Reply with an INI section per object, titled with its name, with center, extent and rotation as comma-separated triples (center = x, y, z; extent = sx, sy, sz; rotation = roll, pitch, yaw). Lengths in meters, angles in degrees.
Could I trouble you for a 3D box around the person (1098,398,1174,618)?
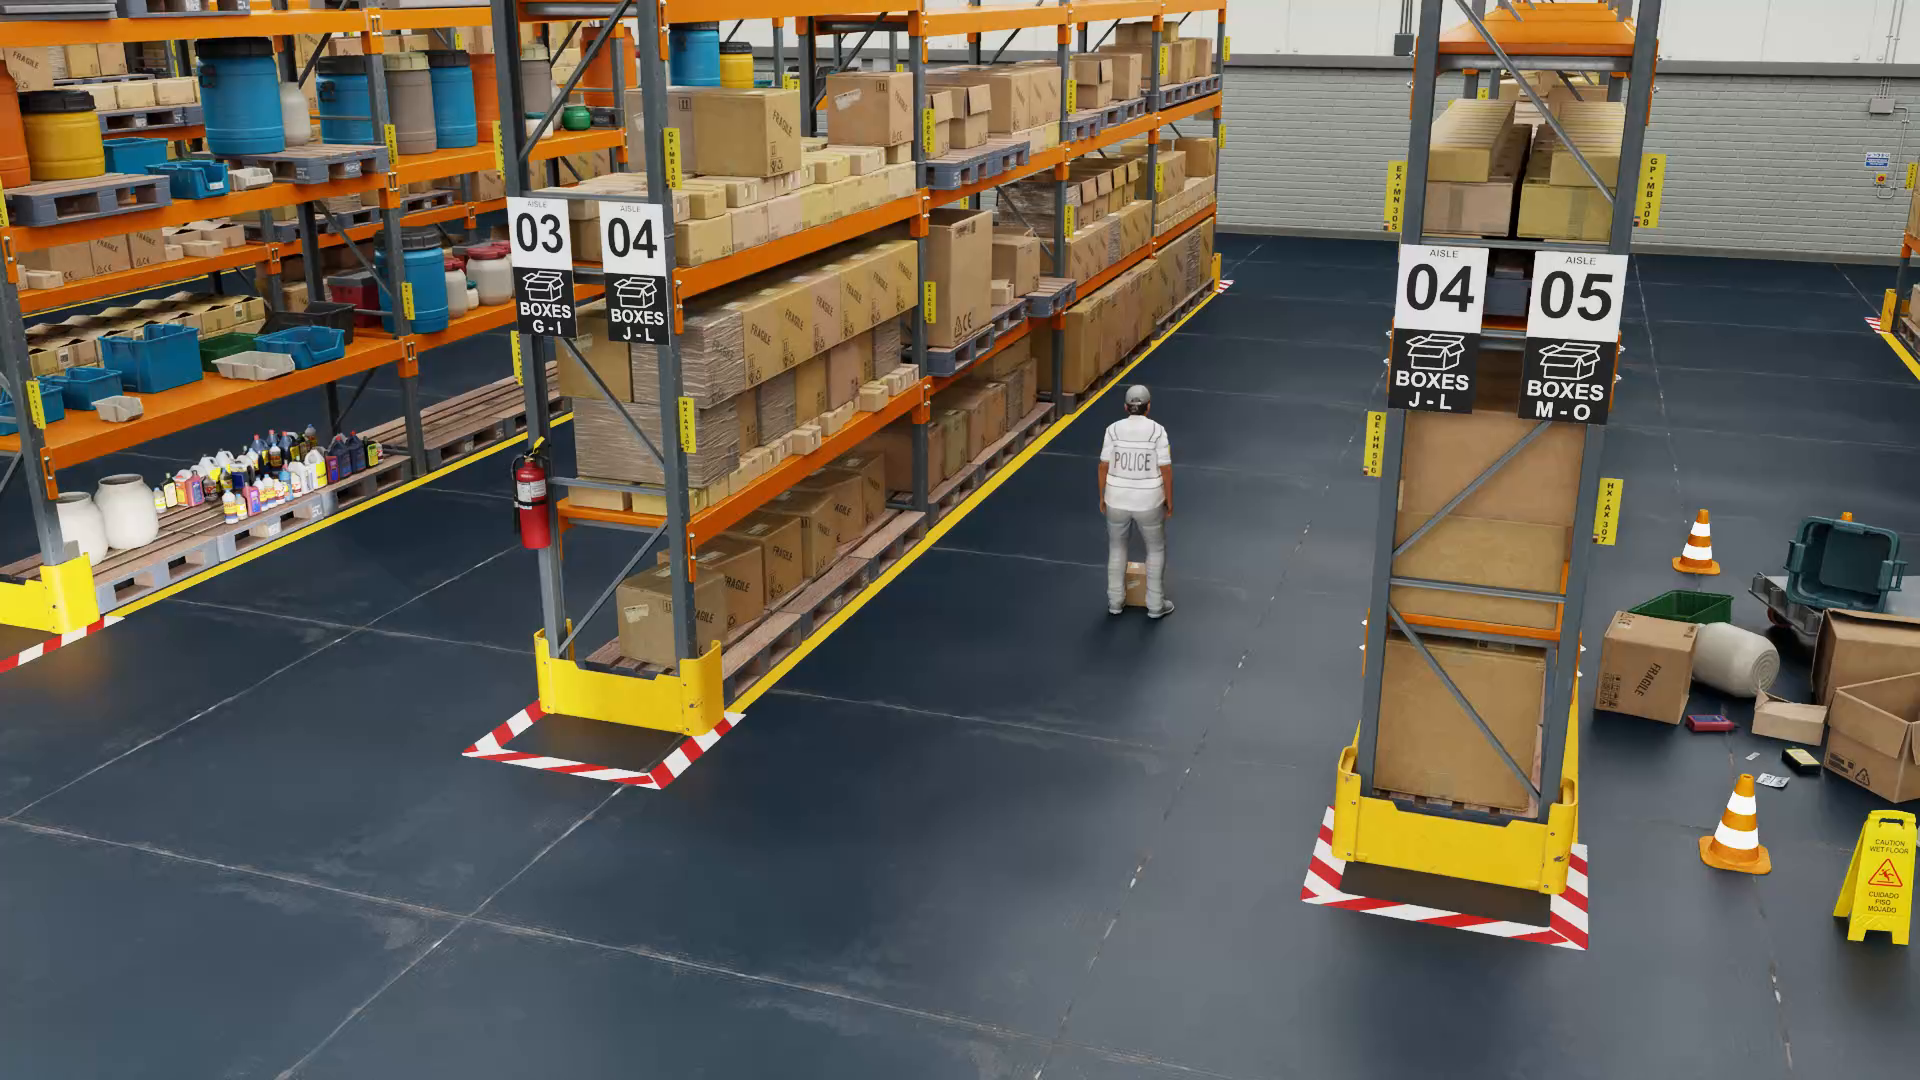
[person]
center = 1.257, -0.257, 11.830
extent = 0.561, 1.653, 0.394
rotation = 6, 20, 16
